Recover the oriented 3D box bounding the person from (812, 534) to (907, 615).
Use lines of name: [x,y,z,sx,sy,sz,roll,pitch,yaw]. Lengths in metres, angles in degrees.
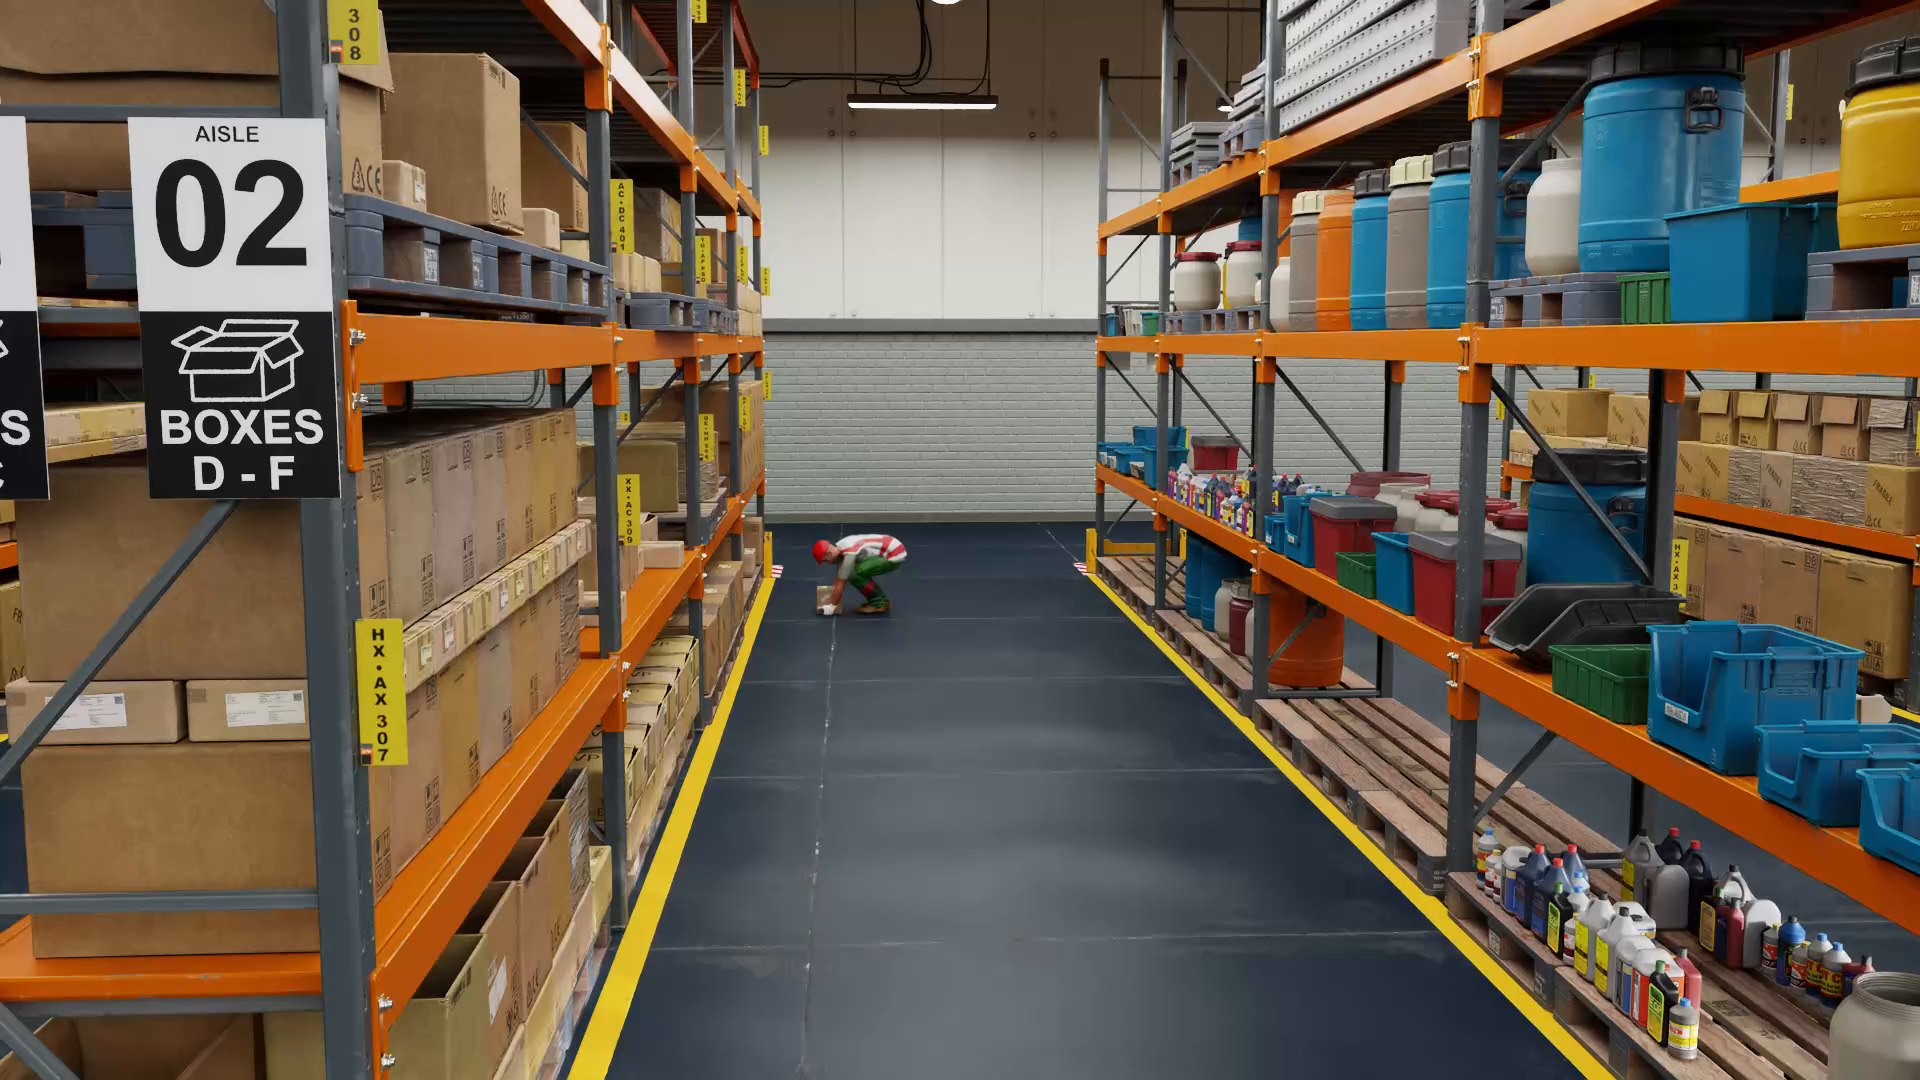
person: [-1.024,0.352,17.001,0.965,0.819,0.520,-1,7,-5]
